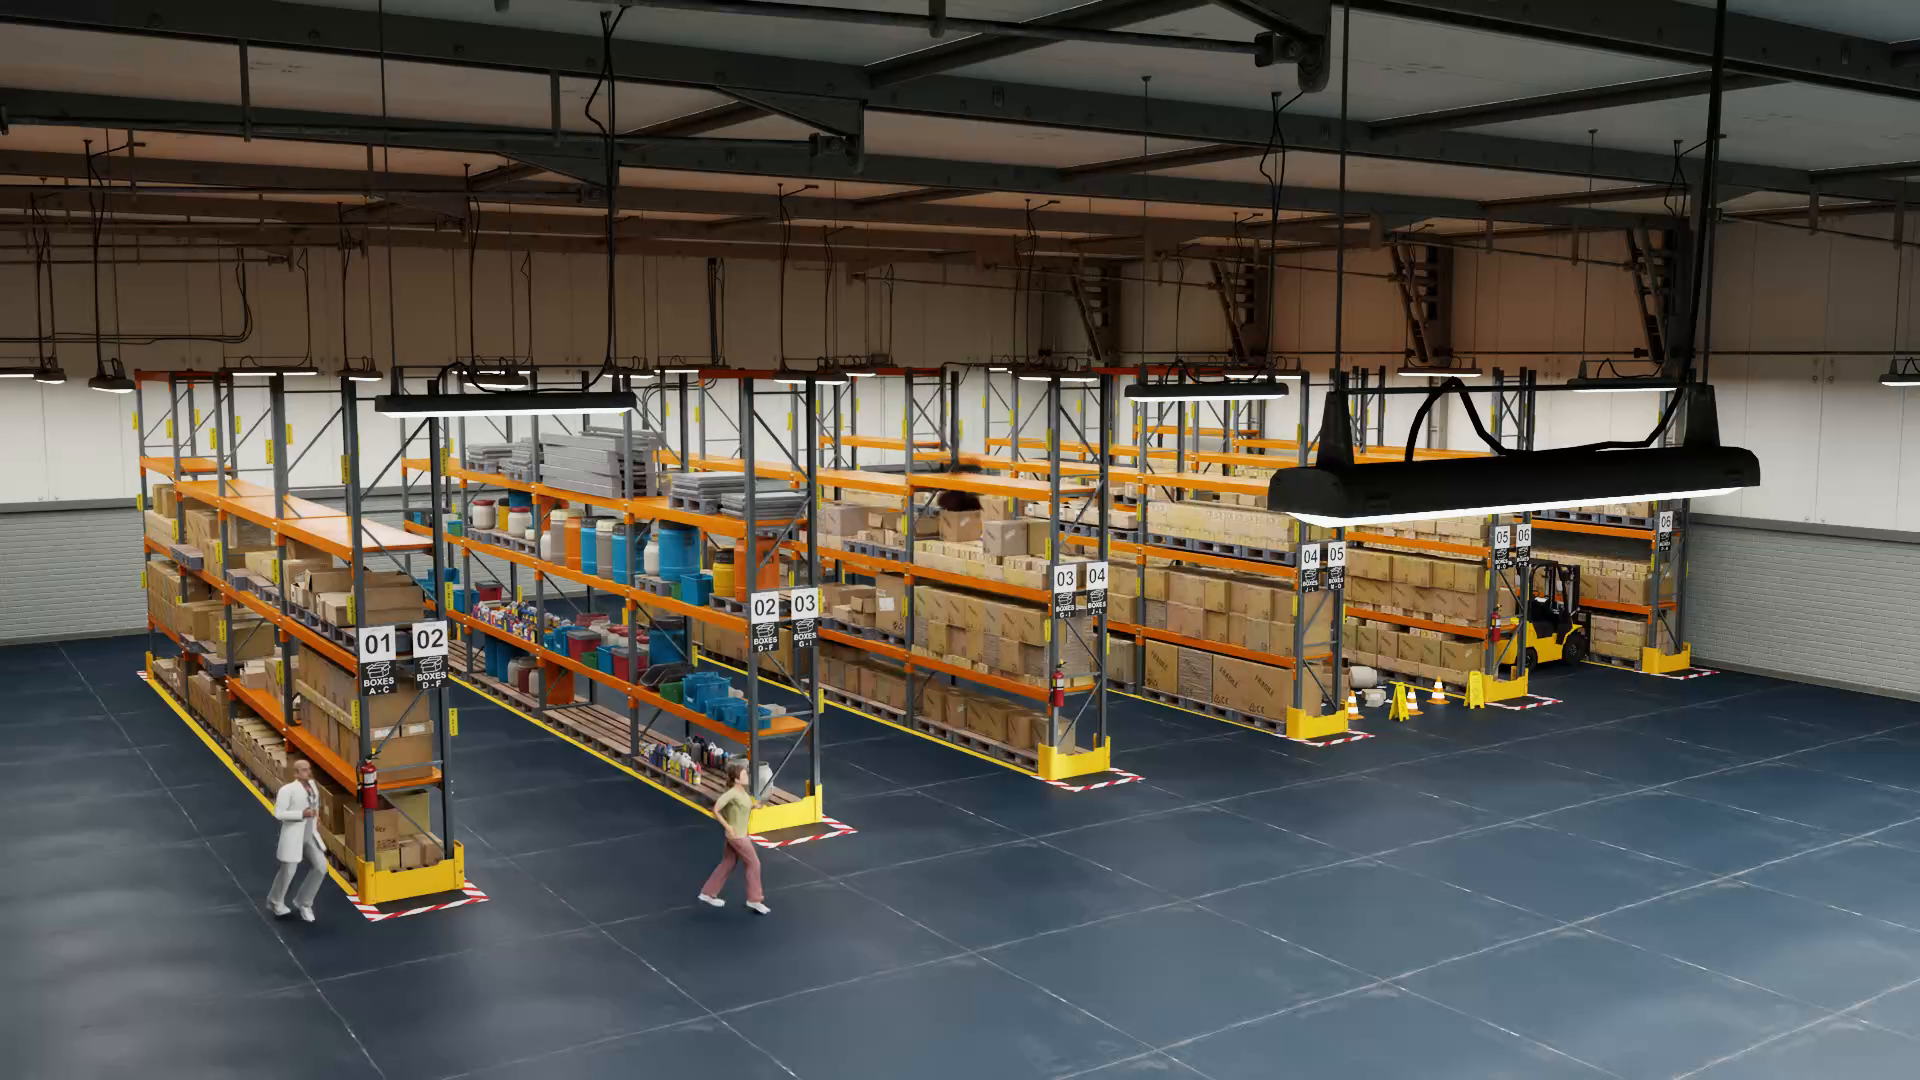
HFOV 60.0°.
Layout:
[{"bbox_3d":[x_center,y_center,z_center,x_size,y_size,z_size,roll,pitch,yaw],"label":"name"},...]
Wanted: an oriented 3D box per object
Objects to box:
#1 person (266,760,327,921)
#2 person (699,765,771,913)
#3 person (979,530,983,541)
[{"bbox_3d":[-7.384,3.371,18.656,0.804,1.834,0.706,4,7,29],"label":"person"},{"bbox_3d":[-2.560,3.384,18.847,0.824,1.719,0.551,-1,6,-6],"label":"person"},{"bbox_3d":[0.504,0.428,44.832,0.676,1.690,0.834,-3,7,-25],"label":"person"}]
